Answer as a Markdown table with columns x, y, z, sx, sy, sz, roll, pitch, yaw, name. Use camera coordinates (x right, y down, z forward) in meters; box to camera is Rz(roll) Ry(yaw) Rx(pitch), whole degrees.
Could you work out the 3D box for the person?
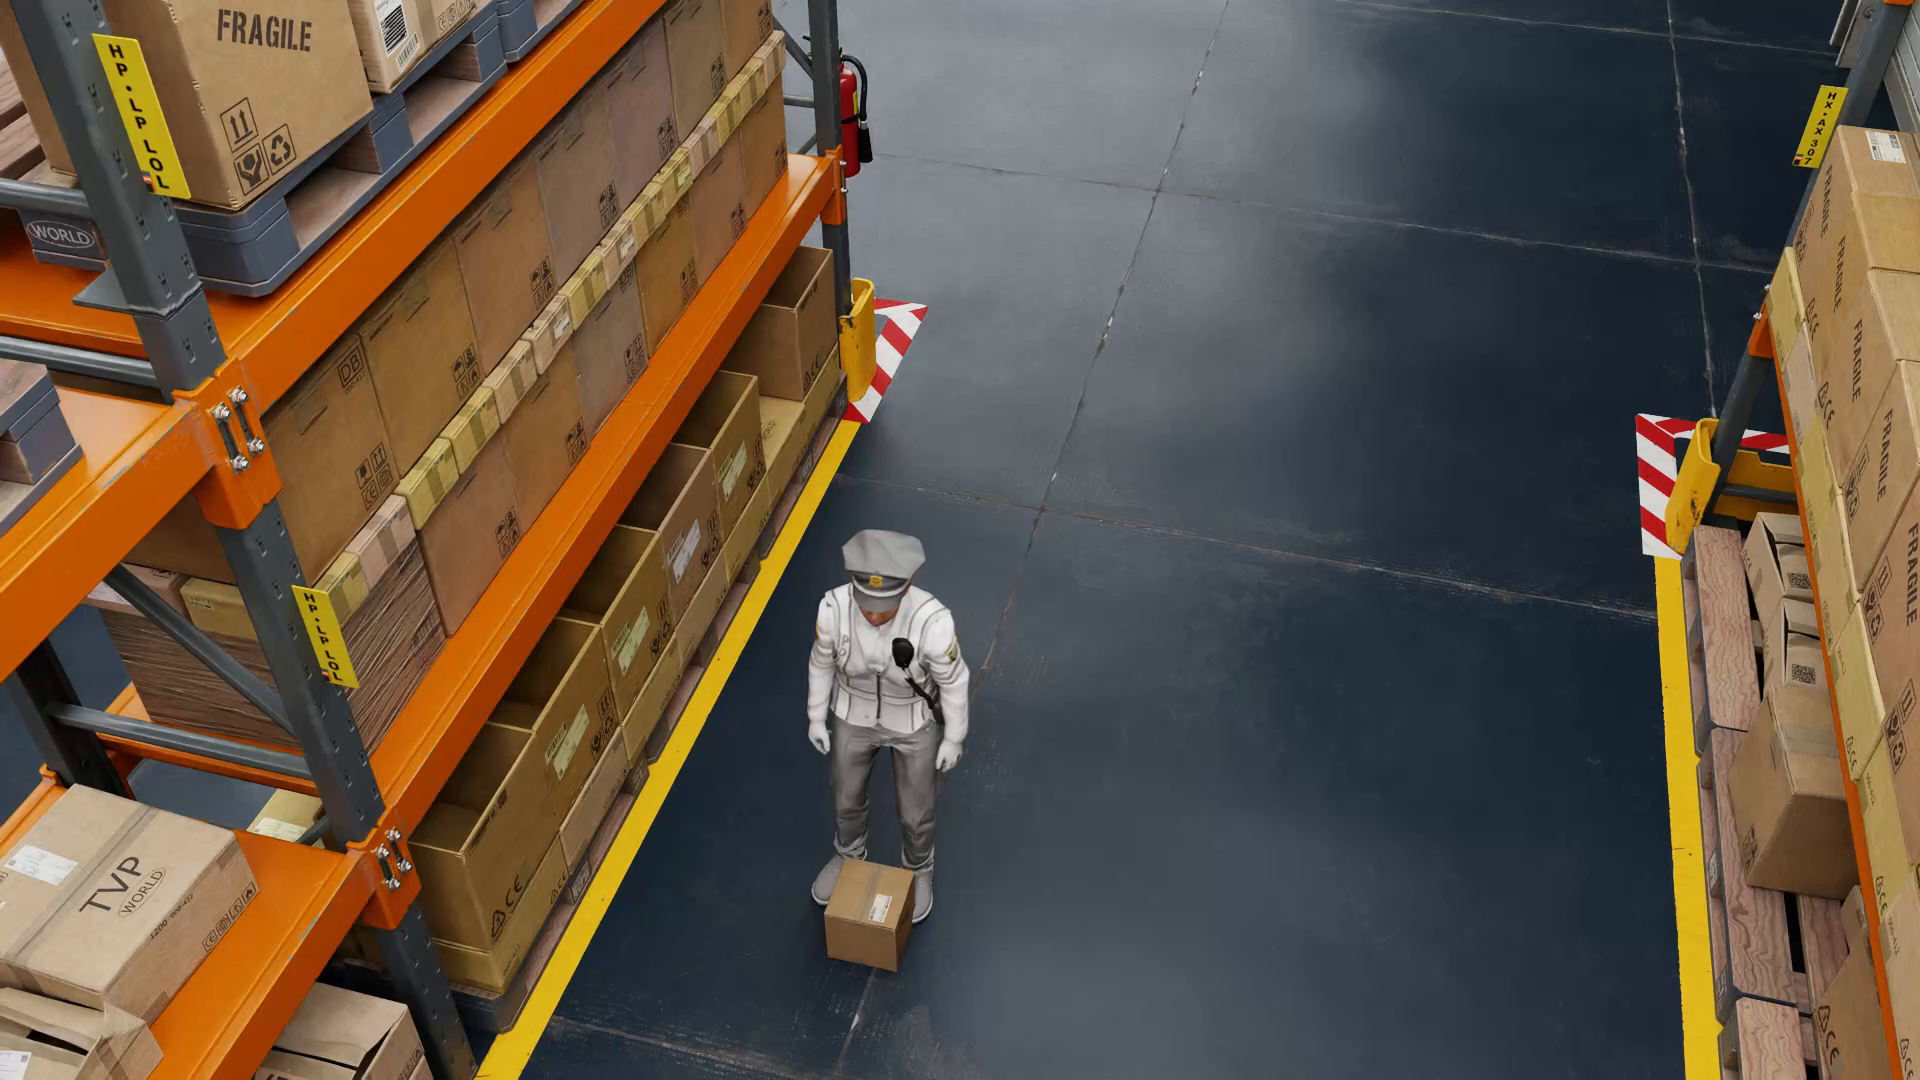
| x | y | z | sx | sy | sz | roll | pitch | yaw | name |
| --- | --- | --- | --- | --- | --- | --- | --- | --- | --- |
| -0.242 | 0.610 | 5.460 | 0.546 | 1.664 | 0.375 | 8 | 42 | 9 | person |
